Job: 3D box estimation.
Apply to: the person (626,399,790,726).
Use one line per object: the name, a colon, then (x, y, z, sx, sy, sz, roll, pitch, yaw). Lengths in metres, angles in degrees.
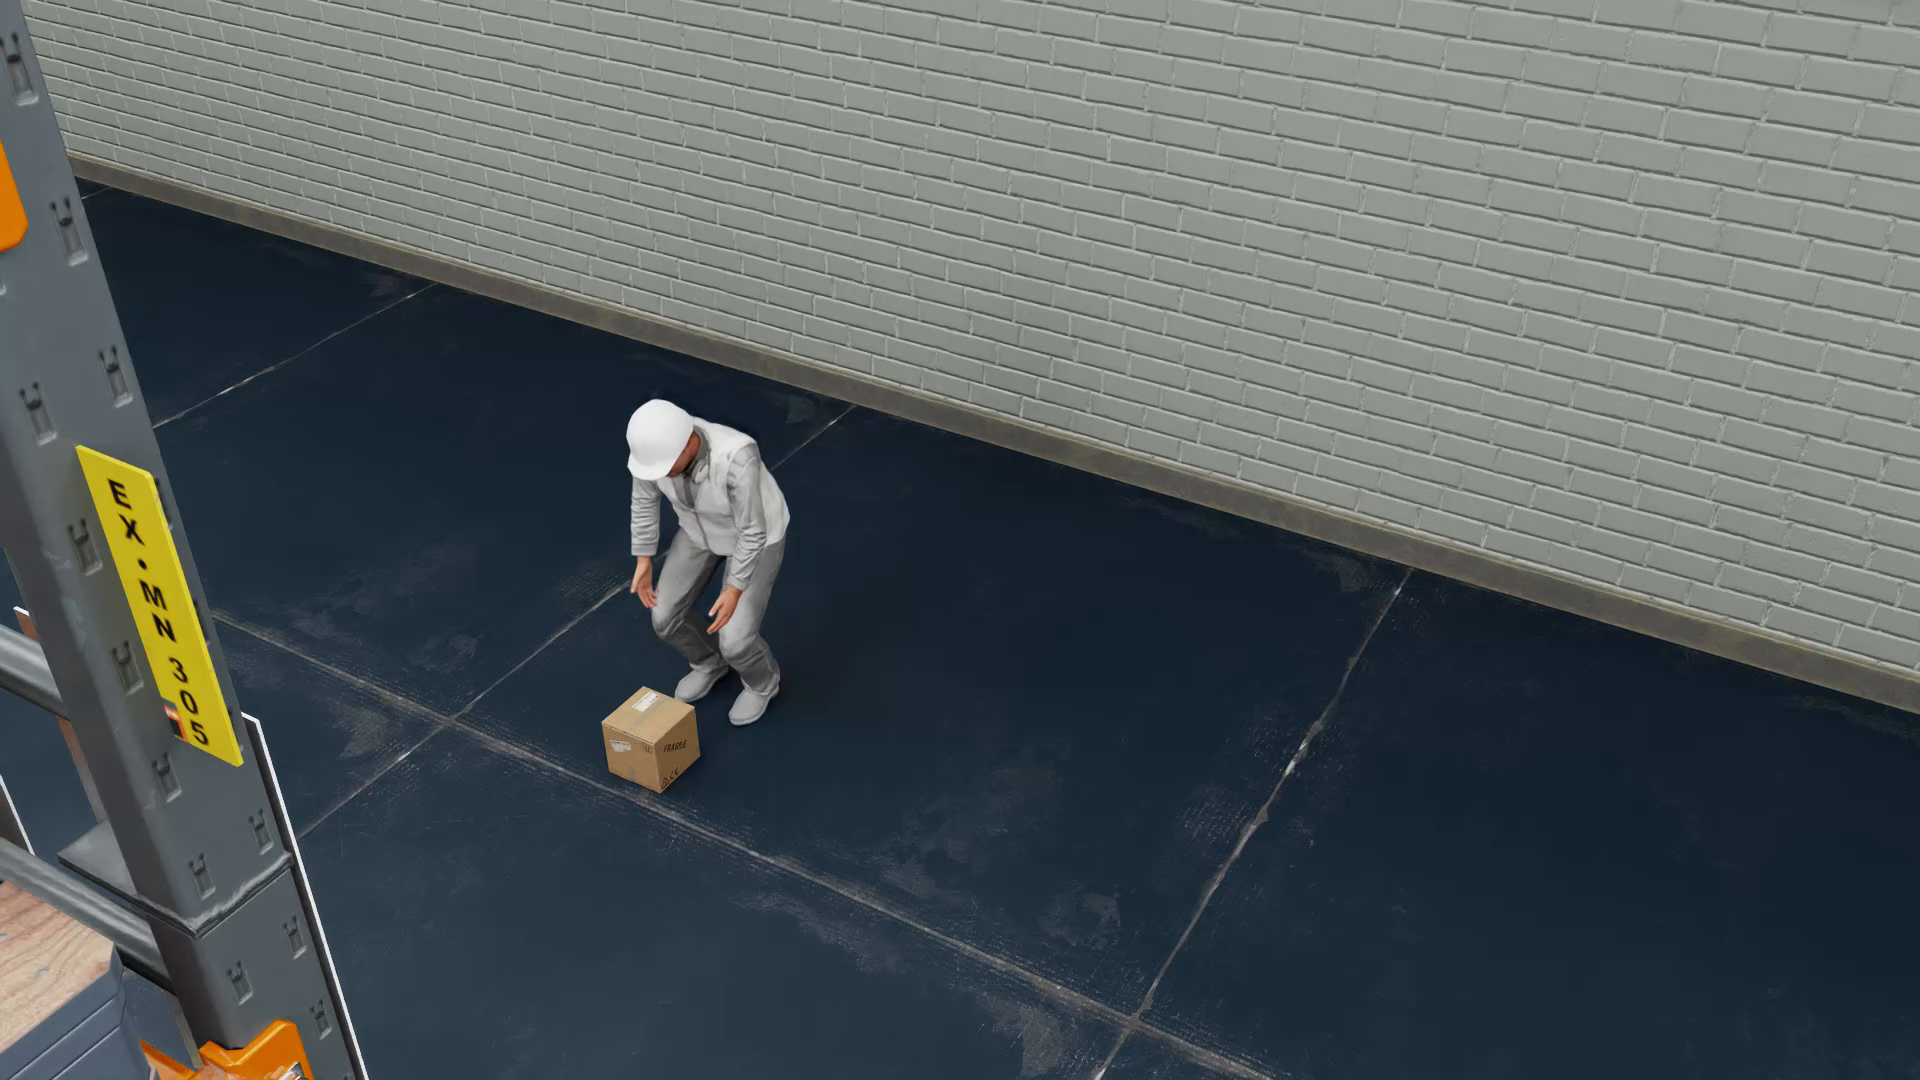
person: (-0.938, 0.045, 6.297, 0.590, 1.506, 0.705, 18, 38, 25)
